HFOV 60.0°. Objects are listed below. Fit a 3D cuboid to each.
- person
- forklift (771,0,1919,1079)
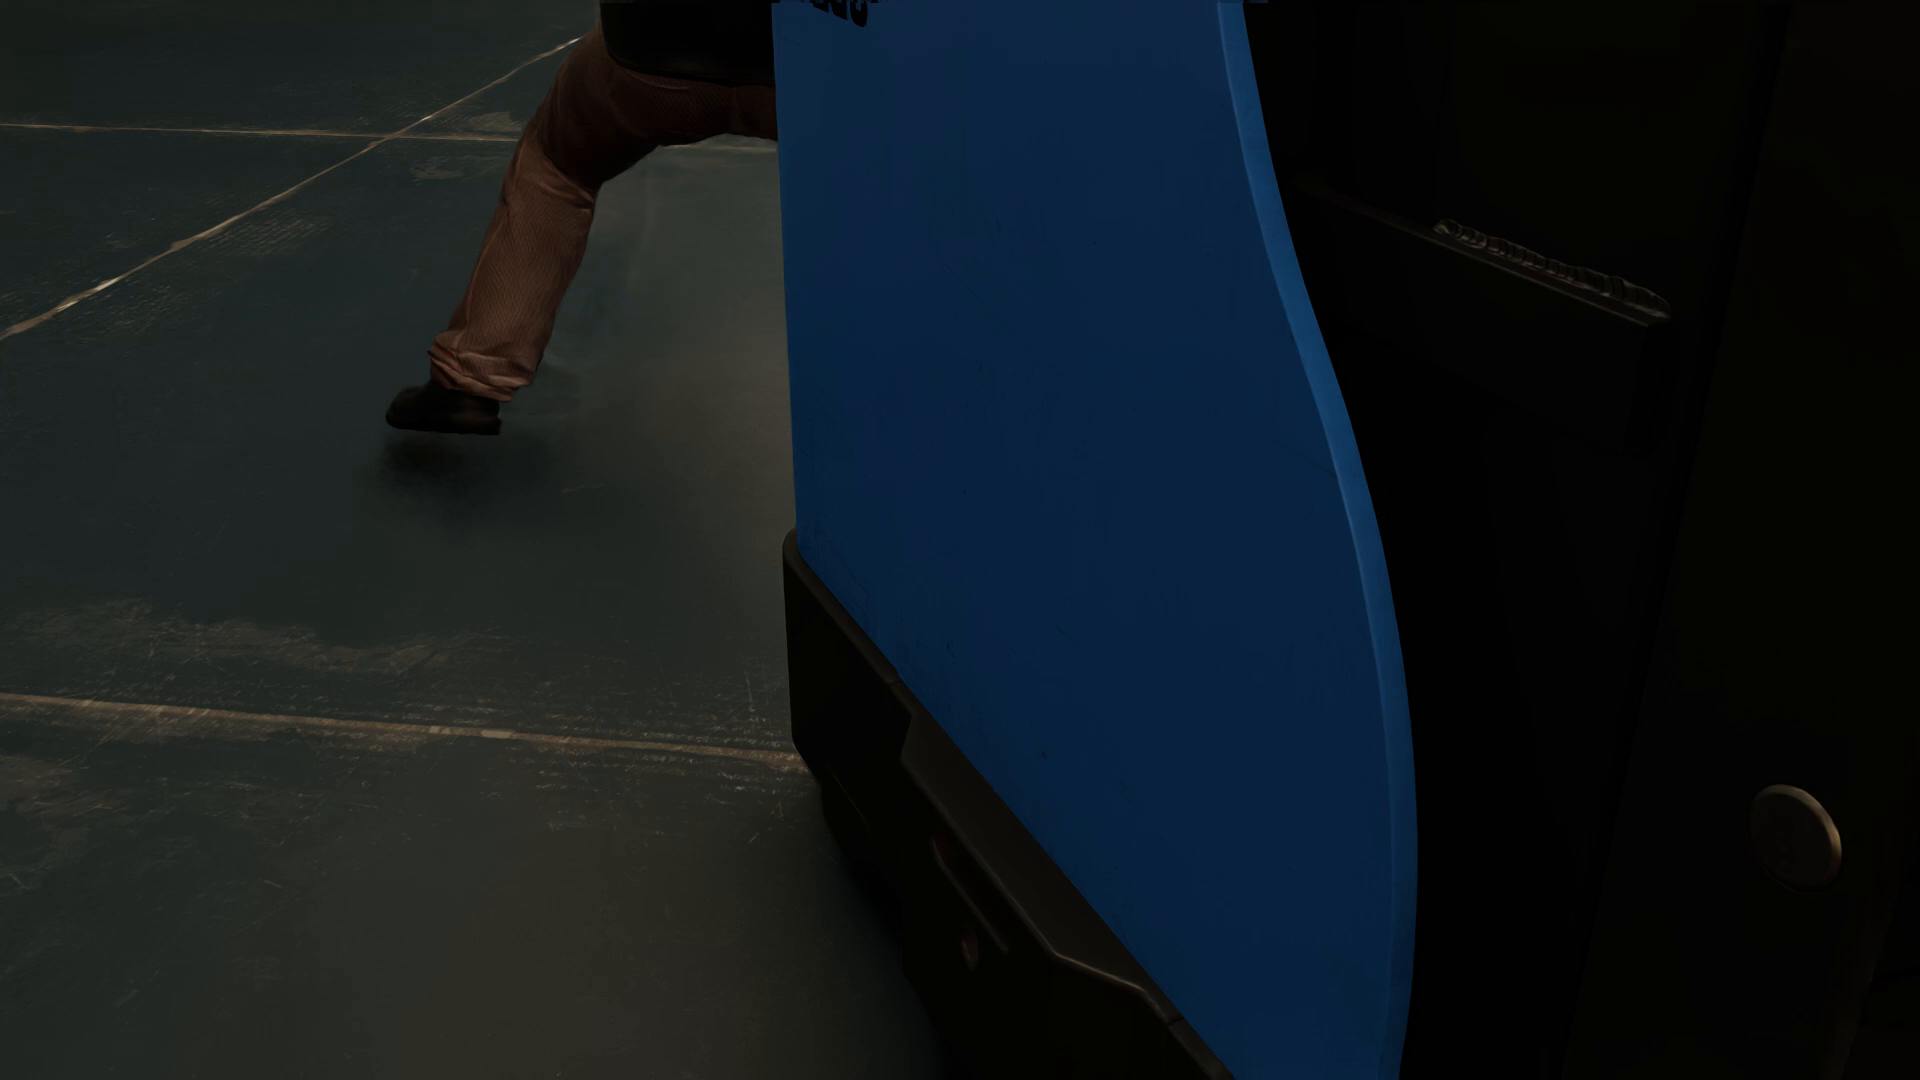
[{"bbox_3d":[-0.310,-0.864,2.544,1.265,1.502,0.741,5,27,10],"label":"person"},{"bbox_3d":[0.890,-0.540,0.299,1.130,2.935,3.031,-12,29,-22],"label":"forklift"}]
